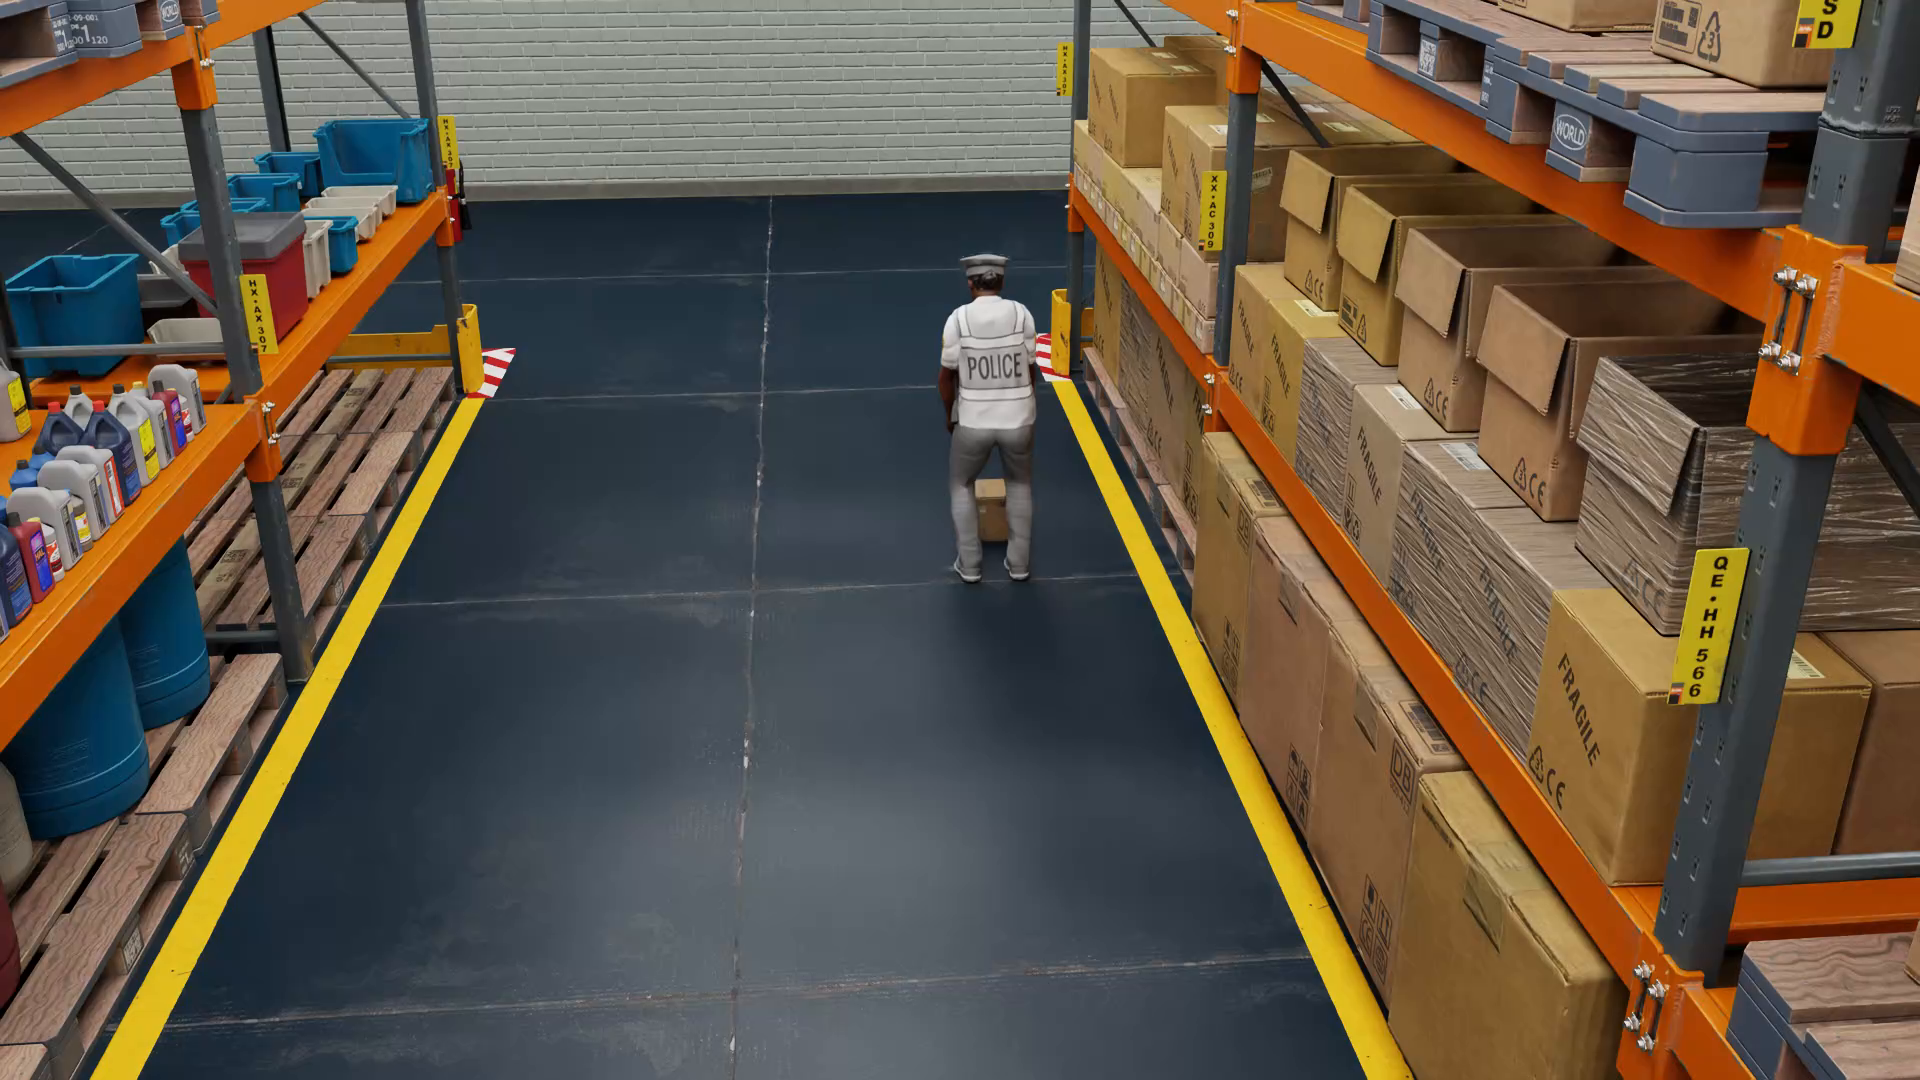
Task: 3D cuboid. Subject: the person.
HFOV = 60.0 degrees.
[{"bbox_3d":[0.132,-0.317,8.232,0.480,0.930,0.863,-2,24,-5],"label":"person"}]
